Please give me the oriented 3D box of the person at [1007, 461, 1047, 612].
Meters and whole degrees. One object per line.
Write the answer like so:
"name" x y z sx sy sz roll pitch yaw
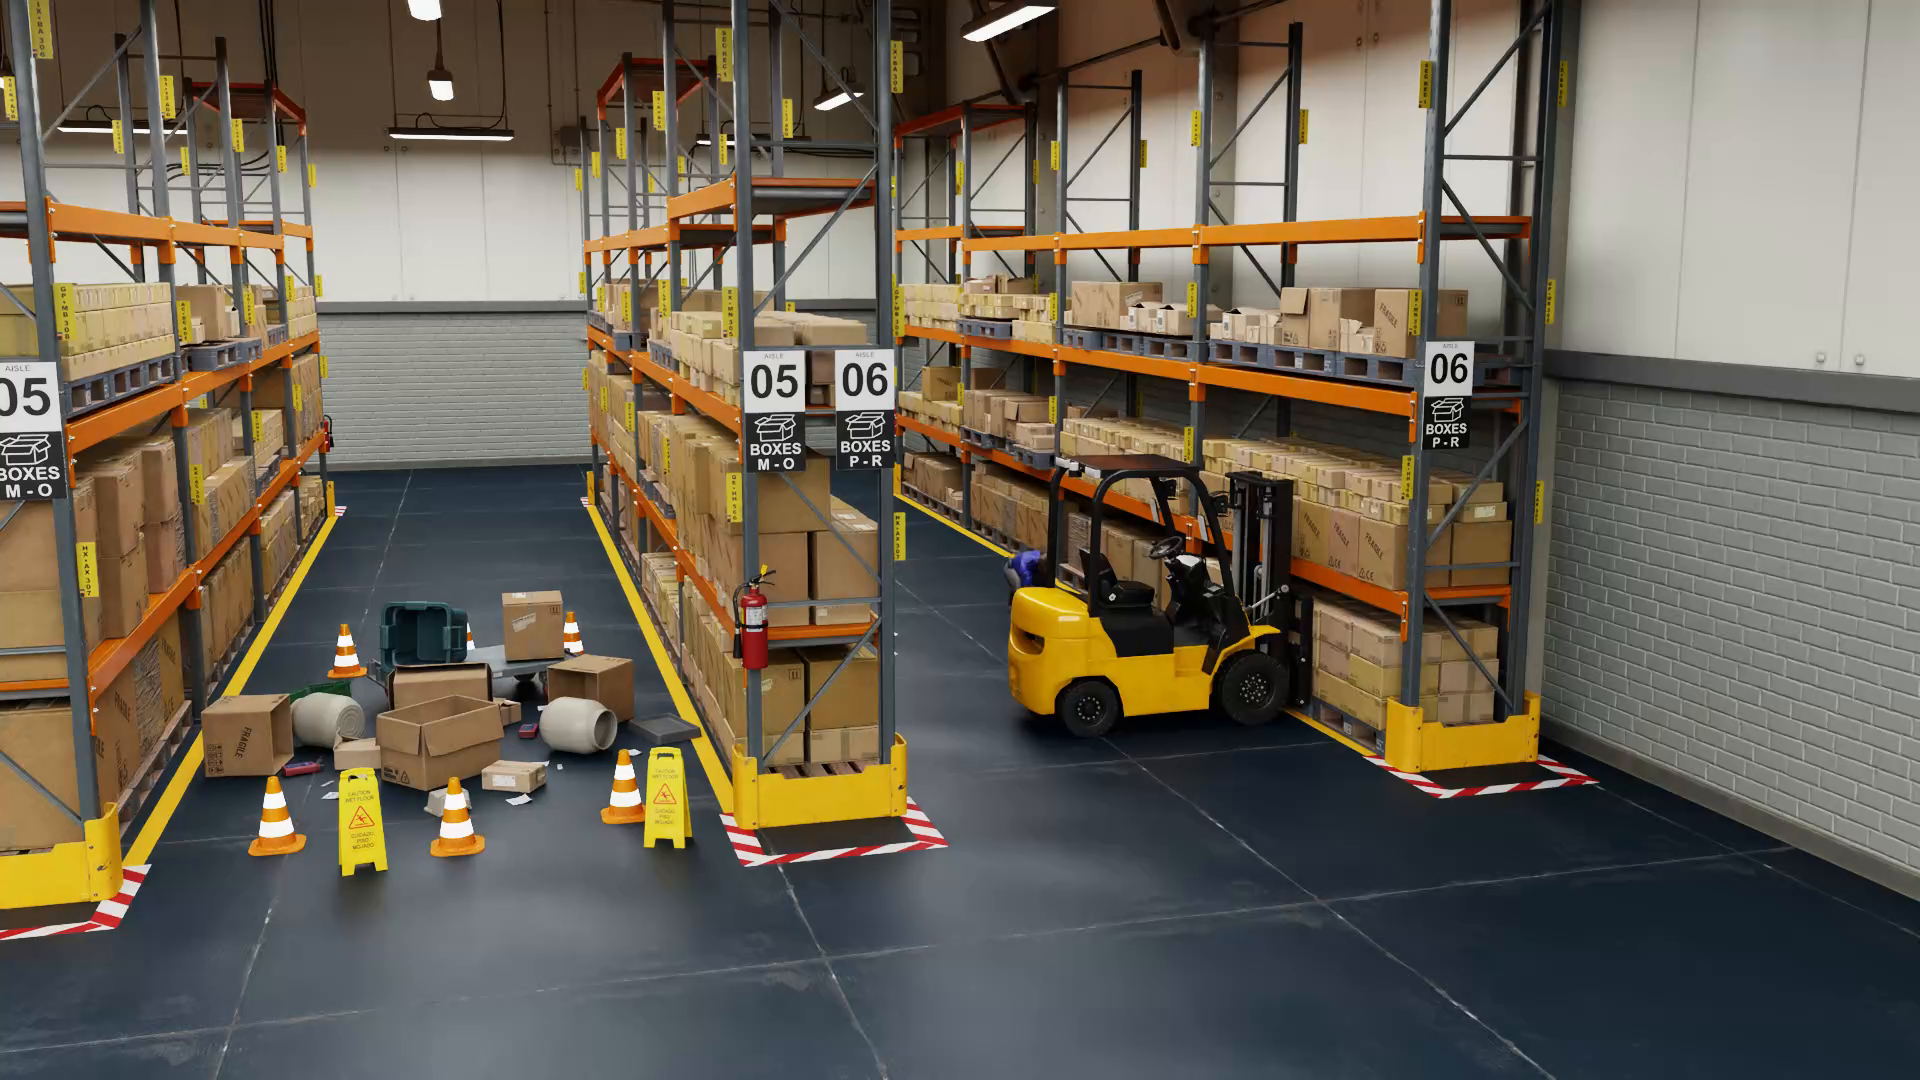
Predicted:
"person" 0.746 -0.025 18.079 0.423 1.656 0.508 -3 10 -19
